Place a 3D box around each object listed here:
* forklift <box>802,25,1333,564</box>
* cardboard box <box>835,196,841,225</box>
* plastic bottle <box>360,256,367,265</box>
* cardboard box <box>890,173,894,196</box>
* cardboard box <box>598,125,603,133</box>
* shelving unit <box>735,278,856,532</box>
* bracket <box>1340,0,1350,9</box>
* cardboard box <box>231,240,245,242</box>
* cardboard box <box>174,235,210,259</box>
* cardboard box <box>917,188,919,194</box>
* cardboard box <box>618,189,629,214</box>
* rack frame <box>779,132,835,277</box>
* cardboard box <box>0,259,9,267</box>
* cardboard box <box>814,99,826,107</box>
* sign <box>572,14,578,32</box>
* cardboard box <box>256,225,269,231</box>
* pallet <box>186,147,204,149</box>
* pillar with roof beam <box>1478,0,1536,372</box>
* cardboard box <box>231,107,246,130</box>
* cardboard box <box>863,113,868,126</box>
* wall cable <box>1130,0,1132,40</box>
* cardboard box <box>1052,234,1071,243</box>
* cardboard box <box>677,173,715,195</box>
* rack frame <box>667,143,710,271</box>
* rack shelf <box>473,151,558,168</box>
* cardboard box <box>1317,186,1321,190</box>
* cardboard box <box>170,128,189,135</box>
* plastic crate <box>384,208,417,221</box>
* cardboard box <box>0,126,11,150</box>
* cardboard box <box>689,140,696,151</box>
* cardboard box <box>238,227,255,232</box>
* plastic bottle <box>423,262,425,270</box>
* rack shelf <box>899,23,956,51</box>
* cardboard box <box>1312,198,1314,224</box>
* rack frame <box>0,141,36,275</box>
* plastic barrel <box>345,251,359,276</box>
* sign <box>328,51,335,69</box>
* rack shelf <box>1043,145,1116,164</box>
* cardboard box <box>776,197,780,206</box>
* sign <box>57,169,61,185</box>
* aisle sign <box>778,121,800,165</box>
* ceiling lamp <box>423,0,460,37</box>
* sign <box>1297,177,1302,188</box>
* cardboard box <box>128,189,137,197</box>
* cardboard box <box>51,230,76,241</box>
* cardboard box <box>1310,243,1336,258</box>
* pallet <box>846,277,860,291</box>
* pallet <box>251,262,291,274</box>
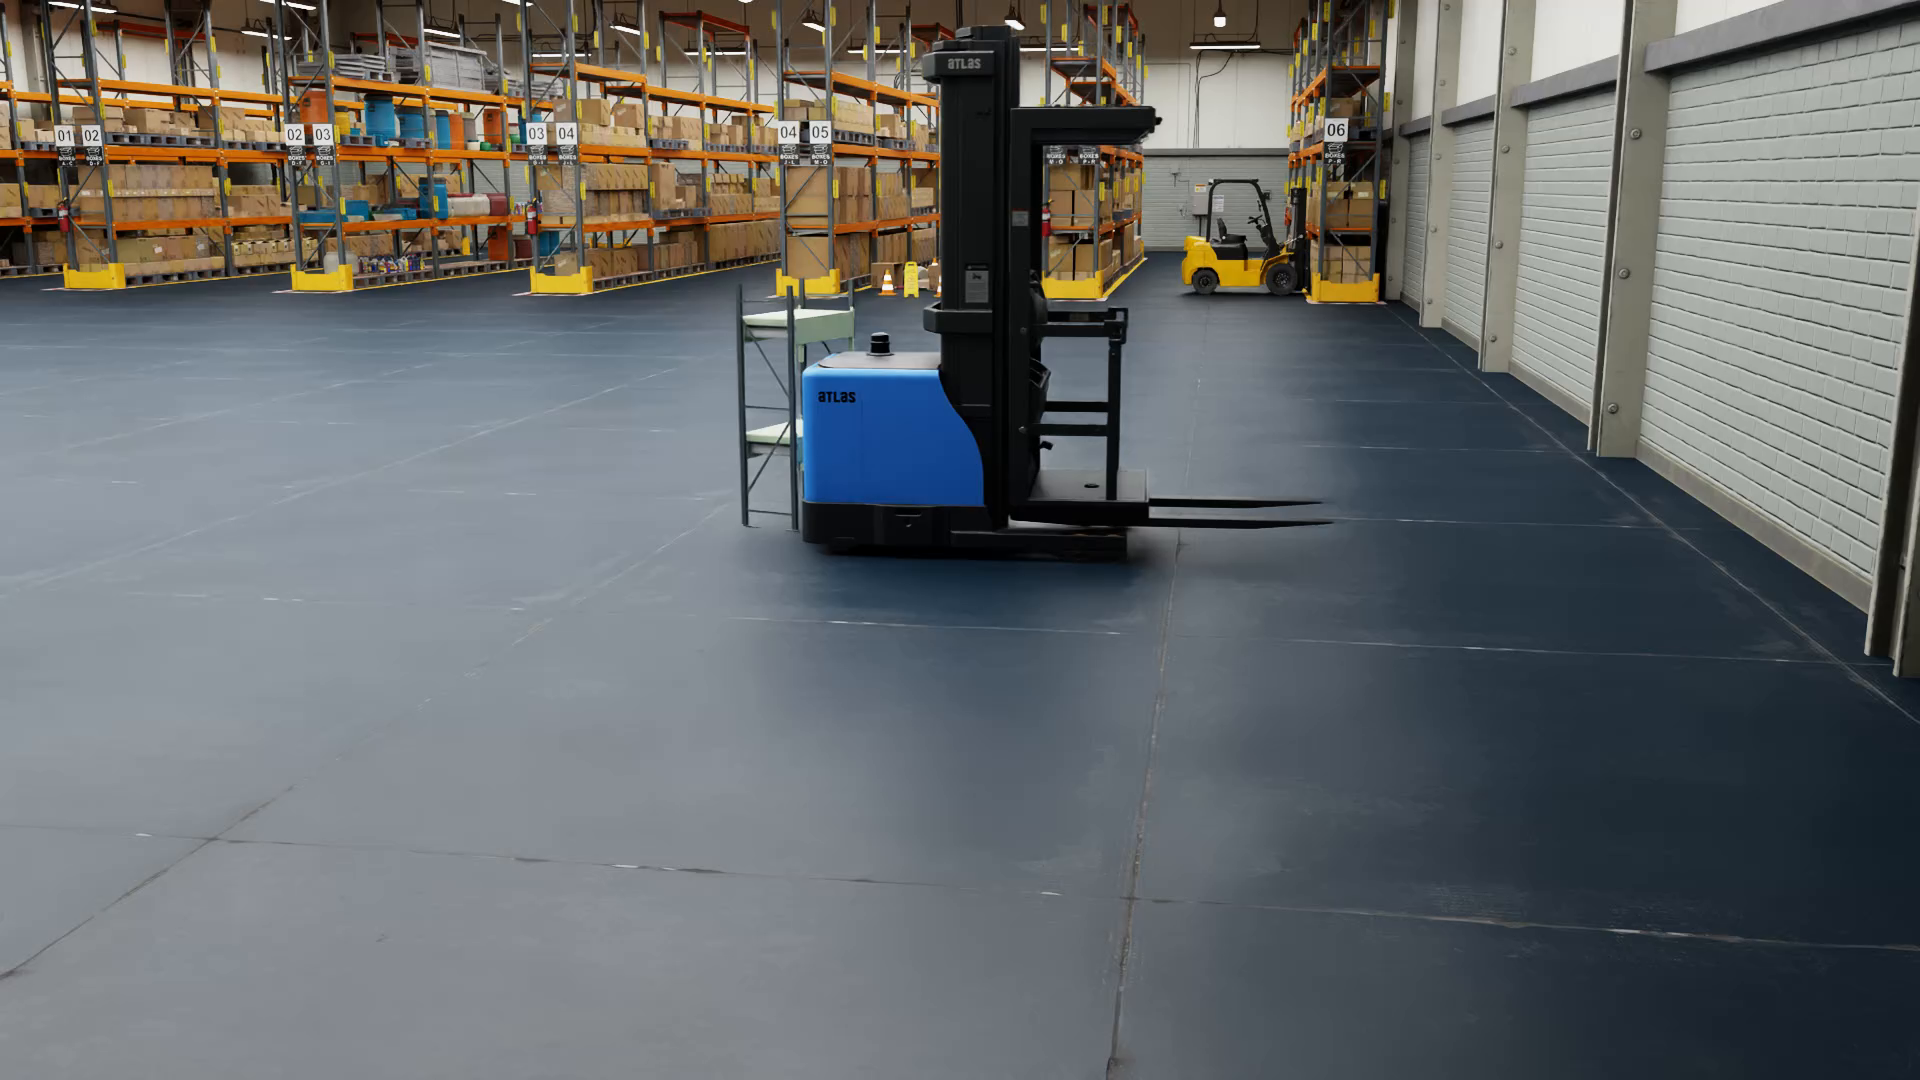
[{"bbox_3d":[0.639,-1.418,9.616,3.031,2.935,1.130,1,12,6],"label":"forklift"},{"bbox_3d":[-2.787,-6.353,31.996,0.875,0.550,0.550,2,12,9],"label":"cardboard box"},{"bbox_3d":[-12.684,-5.860,35.307,0.144,0.351,0.185,2,12,11],"label":"plastic bottle"},{"bbox_3d":[-1.864,-7.983,37.307,0.700,0.500,0.500,2,12,8],"label":"cardboard box"},{"bbox_3d":[-7.271,-8.117,32.829,0.380,0.149,0.250,2,12,9],"label":"cardboard box"},{"bbox_3d":[-1.016,-0.871,10.474,0.431,1.500,0.755,6,13,26],"label":"shelving unit"},{"bbox_3d":[9.378,-13.017,40.492,0.235,0.232,0.430,2,12,9],"label":"bracket"},{"bbox_3d":[-16.989,-6.863,38.918,0.500,0.311,0.500,2,12,8],"label":"cardboard box"},{"bbox_3d":[-16.864,-6.442,36.517,0.500,0.500,0.500,2,12,9],"label":"cardboard box"},{"bbox_3d":[-1.208,-8.433,40.190,0.380,0.149,0.250,2,12,11],"label":"cardboard box"},{"bbox_3d":[-7.352,-6.992,34.376,0.875,0.500,0.500,2,12,9],"label":"cardboard box"},{"bbox_3d":[-2.862,-6.086,31.112,1.000,3.000,0.127,2,12,9],"label":"rack frame"},{"bbox_3d":[-21.868,-6.299,37.784,0.380,0.166,0.250,0,12,1],"label":"cardboard box"},{"bbox_3d":[-2.497,-8.132,30.958,0.380,0.149,0.250,2,12,9],"label":"cardboard box"},{"bbox_3d":[-7.212,-9.678,31.135,0.100,0.325,0.005,2,12,9],"label":"sign"},{"bbox_3d":[-20.312,-9.053,48.278,0.380,0.149,0.250,2,12,9],"label":"cardboard box"},{"bbox_3d":[-20.678,-10.427,44.592,0.805,0.209,1.217,1,12,6],"label":"pallet"},{"bbox_3d":[1.848,-6.476,18.684,9.100,9.000,0.400,2,12,9],"label":"pillar with roof beam"},{"bbox_3d":[-16.722,-9.633,38.032,0.500,0.500,0.500,3,13,14],"label":"cardboard box"},{"bbox_3d":[-2.147,-8.495,33.587,0.500,0.250,0.500,2,12,8],"label":"cardboard box"},{"bbox_3d":[4.066,-16.662,50.285,2.355,3.000,0.029,2,12,9],"label":"wall cable"},{"bbox_3d":[1.942,-5.797,31.984,0.380,0.149,0.250,2,12,10],"label":"cardboard box"},{"bbox_3d":[-6.389,-8.624,40.271,0.797,0.503,0.637,2,12,11],"label":"cardboard box"},{"bbox_3d":[-6.517,-7.933,39.683,1.000,3.000,0.127,2,12,9],"label":"rack frame"},{"bbox_3d":[-11.104,-9.624,42.119,1.077,0.370,4.000,2,12,9],"label":"rack shelf"},{"bbox_3d":[6.859,-6.594,30.988,0.380,0.149,0.250,2,12,10],"label":"cardboard box"},{"bbox_3d":[-16.836,-8.779,35.757,0.380,0.149,0.250,2,12,9],"label":"cardboard box"},{"bbox_3d":[-11.929,-6.949,35.470,0.499,0.251,0.616,2,12,9],"label":"plastic crate"},{"bbox_3d":[-21.650,-8.993,37.197,0.500,0.500,0.500,2,12,10],"label":"cardboard box"},{"bbox_3d":[-6.411,-9.115,38.405,0.500,0.250,0.500,2,12,8],"label":"cardboard box"},{"bbox_3d":[-20.136,-8.765,46.942,0.380,0.149,0.250,2,12,11],"label":"cardboard box"},{"bbox_3d":[-11.775,-6.022,36.415,0.097,0.201,0.097,0,12,0],"label":"plastic bottle"},{"bbox_3d":[-0.709,-13.206,43.729,1.077,0.370,4.000,2,12,9],"label":"rack shelf"},{"bbox_3d":[7.098,-6.370,32.192,0.500,0.500,0.500,2,12,8],"label":"cardboard box"},{"bbox_3d":[-21.816,-7.582,38.053,1.000,3.000,0.127,2,12,9],"label":"rack frame"},{"bbox_3d":[-12.539,-5.661,34.049,0.421,0.512,0.421,0,12,0],"label":"plastic barrel"},{"bbox_3d":[-12.099,-9.240,32.003,0.100,0.325,0.005,2,12,9],"label":"sign"},{"bbox_3d":[2.352,-7.477,32.157,1.077,0.370,4.000,2,12,9],"label":"rack shelf"},{"bbox_3d":[-5.256,-9.349,45.905,0.500,0.250,0.500,1,12,7],"label":"cardboard box"},{"bbox_3d":[-18.070,-7.292,33.397,0.100,0.325,0.005,2,12,9],"label":"sign"},{"bbox_3d":[-3.170,-7.352,30.815,0.394,0.787,0.004,2,12,9],"label":"aisle sign"},{"bbox_3d":[-13.149,-14.611,42.577,0.800,3.185,2.000,2,12,9],"label":"ceiling lamp"},{"bbox_3d":[7.642,-7.995,37.409,0.100,0.325,0.005,2,12,9],"label":"sign"},{"bbox_3d":[-17.185,-7.137,34.212,0.380,0.149,0.250,2,12,9],"label":"cardboard box"},{"bbox_3d":[-21.578,-7.295,39.834,0.500,0.250,0.500,2,12,7],"label":"cardboard box"},{"bbox_3d":[6.853,-5.454,31.338,0.500,0.250,0.500,2,12,9],"label":"cardboard box"},{"bbox_3d":[-2.627,-5.145,33.365,1.003,0.211,1.213,2,12,9],"label":"pallet"},{"bbox_3d":[-16.660,-6.468,39.505,1.003,0.211,1.213,2,12,9],"label":"pallet"}]
